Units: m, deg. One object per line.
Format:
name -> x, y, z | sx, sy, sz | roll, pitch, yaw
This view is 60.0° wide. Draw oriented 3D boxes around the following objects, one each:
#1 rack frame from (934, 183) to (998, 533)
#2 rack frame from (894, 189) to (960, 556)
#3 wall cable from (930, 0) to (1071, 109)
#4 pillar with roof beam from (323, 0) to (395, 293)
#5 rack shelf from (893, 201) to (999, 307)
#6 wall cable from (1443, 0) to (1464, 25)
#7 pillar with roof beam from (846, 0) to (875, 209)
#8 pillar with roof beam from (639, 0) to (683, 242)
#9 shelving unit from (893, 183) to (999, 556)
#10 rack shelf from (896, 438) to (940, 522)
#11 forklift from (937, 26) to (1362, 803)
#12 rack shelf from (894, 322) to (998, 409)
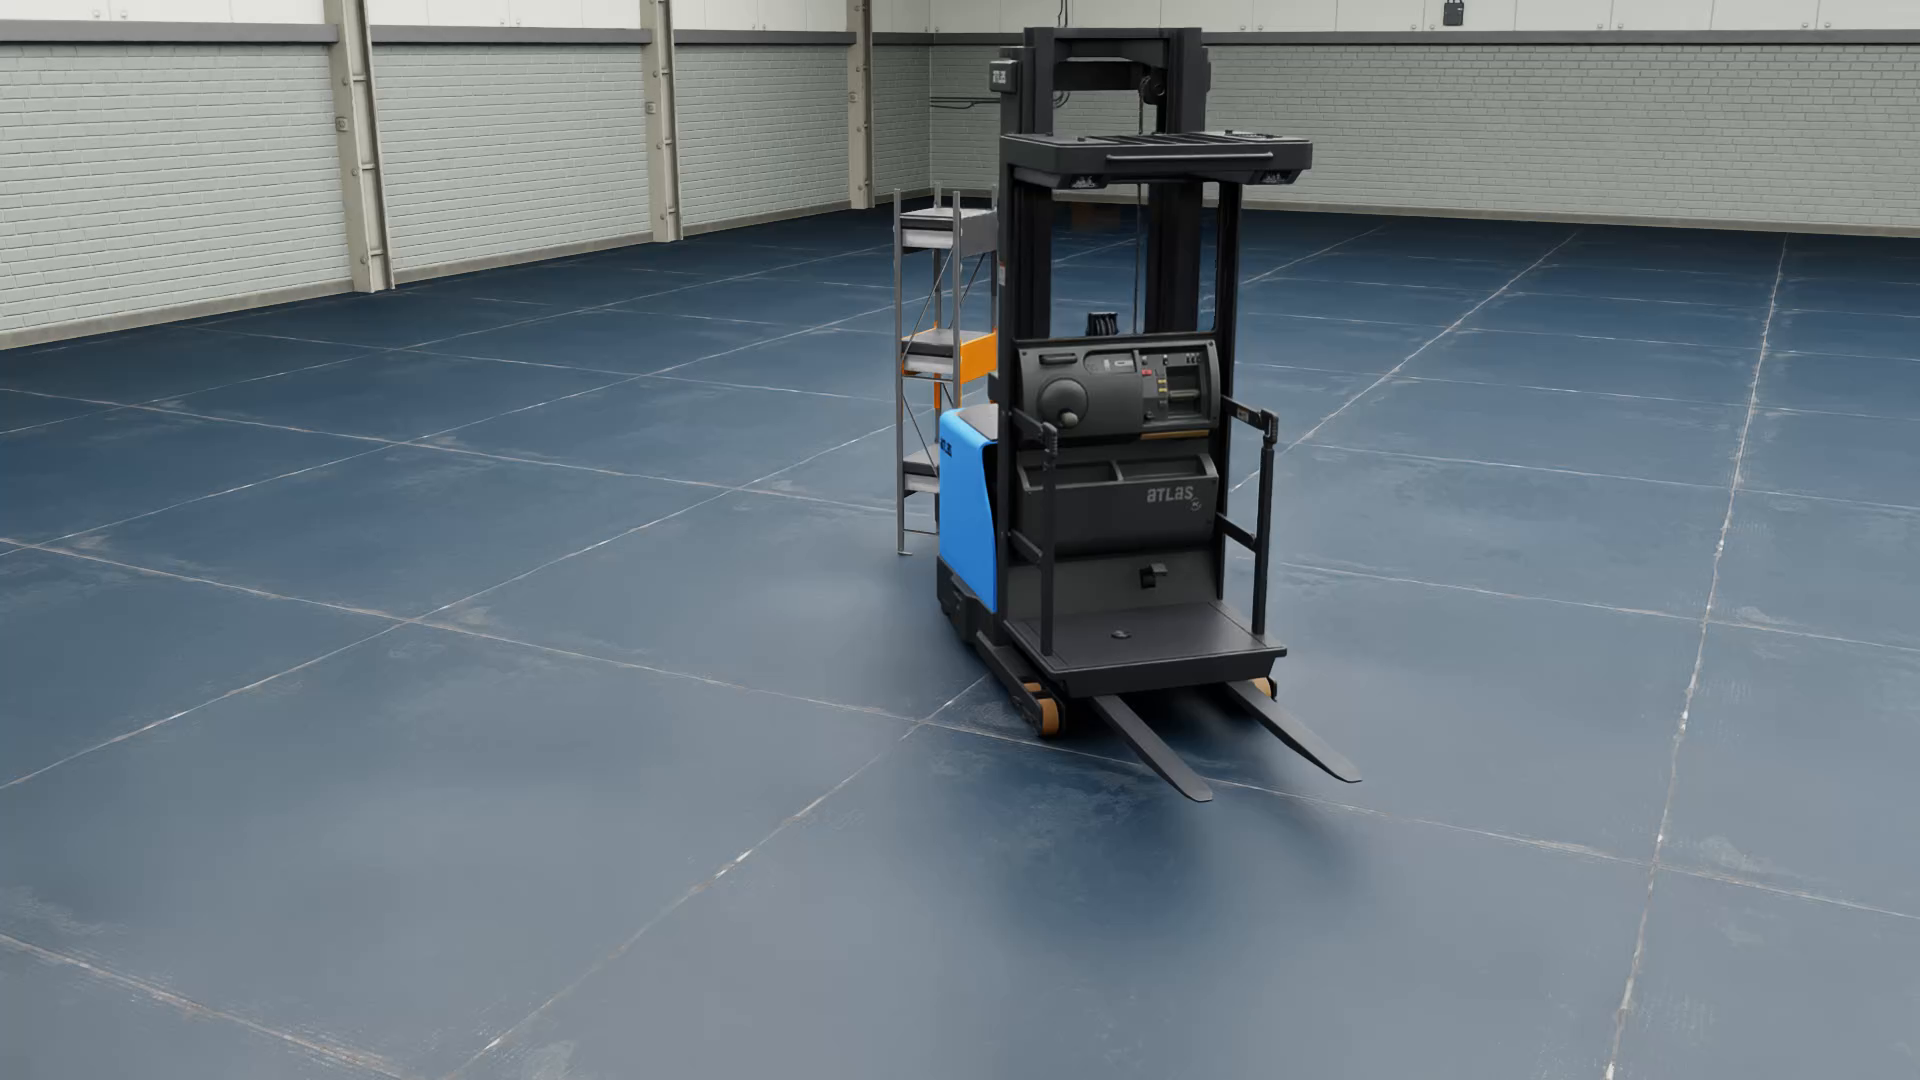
rack frame -> 0.035, -1.027, 9.793 | 0.400, 2.100, 0.015 | 8, 18, 25
rack frame -> -0.183, -0.902, 9.374 | 0.400, 2.100, 0.015 | 8, 18, 25
wall cable -> 0.702, -9.520, 31.726 | 3.097, 2.526, 0.112 | 8, 18, 25
pillar with roof beam -> -3.308, -6.822, 17.189 | 9.100, 9.000, 0.400 | 8, 18, 25
rack shelf -> -0.074, -1.622, 9.388 | 0.431, 0.518, 0.480 | 8, 18, 25
wall cable -> 9.188, -11.427, 26.720 | 2.305, 6.003, 0.169 | 8, 18, 25
pillar with roof beam -> 2.054, -9.879, 27.480 | 9.100, 9.000, 0.400 | 8, 18, 25
pillar with roof beam -> -0.627, -8.351, 22.334 | 9.100, 9.000, 0.400 | 8, 18, 25
shelving unit -> -0.074, -0.964, 9.583 | 0.431, 2.100, 0.503 | 8, 18, 25
rack shelf -> -0.074, -0.280, 9.787 | 0.431, 0.518, 0.480 | 8, 18, 25
forklift -> 0.772, -0.682, 7.171 | 1.130, 2.935, 3.031 | -5, 17, -15
rack shelf -> -0.074, -0.951, 9.587 | 0.431, 0.518, 0.480 | 8, 18, 25
